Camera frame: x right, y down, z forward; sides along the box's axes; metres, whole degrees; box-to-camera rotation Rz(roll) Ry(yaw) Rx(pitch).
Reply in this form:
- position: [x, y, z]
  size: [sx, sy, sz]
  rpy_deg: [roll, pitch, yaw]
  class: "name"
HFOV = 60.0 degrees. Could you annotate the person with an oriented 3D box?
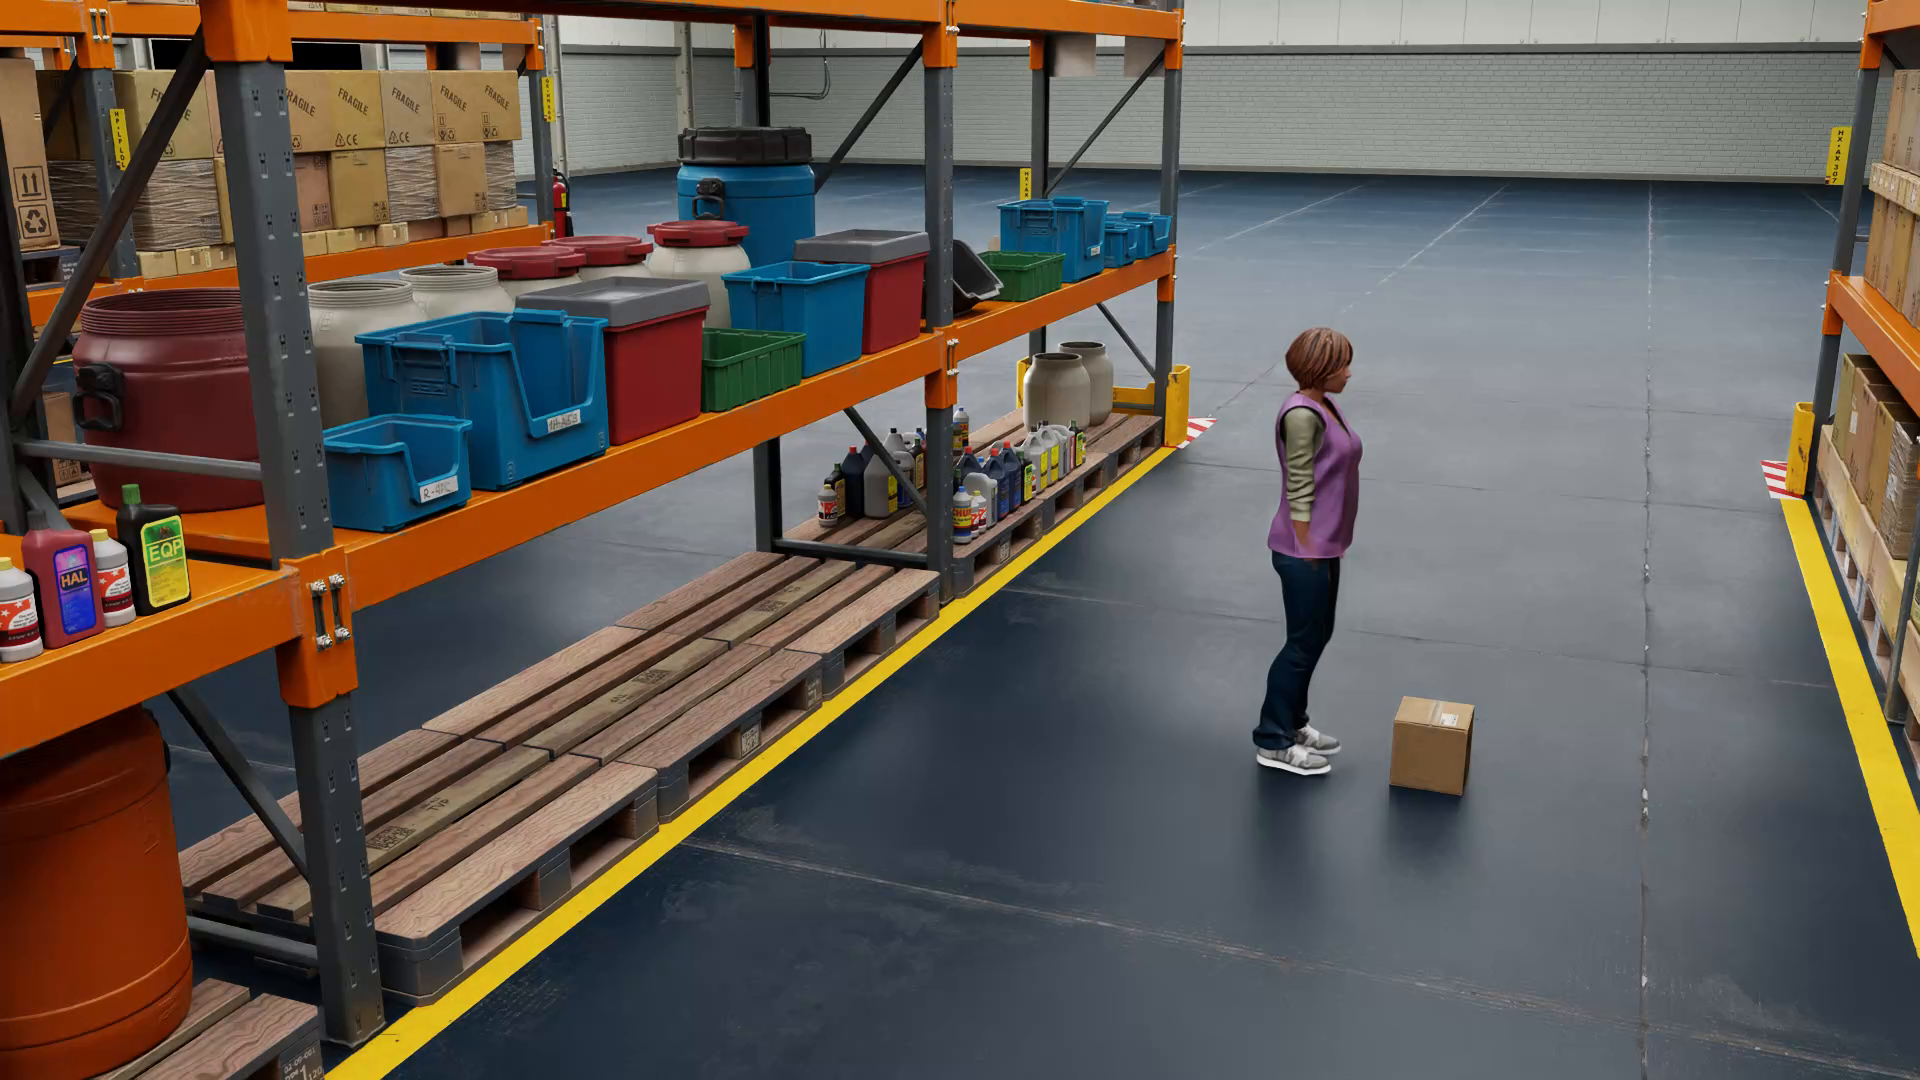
- position: [1.250, 0.037, 5.931]
  size: [0.306, 1.599, 0.406]
  rpy_deg: [7, 17, 22]
  class: "person"
